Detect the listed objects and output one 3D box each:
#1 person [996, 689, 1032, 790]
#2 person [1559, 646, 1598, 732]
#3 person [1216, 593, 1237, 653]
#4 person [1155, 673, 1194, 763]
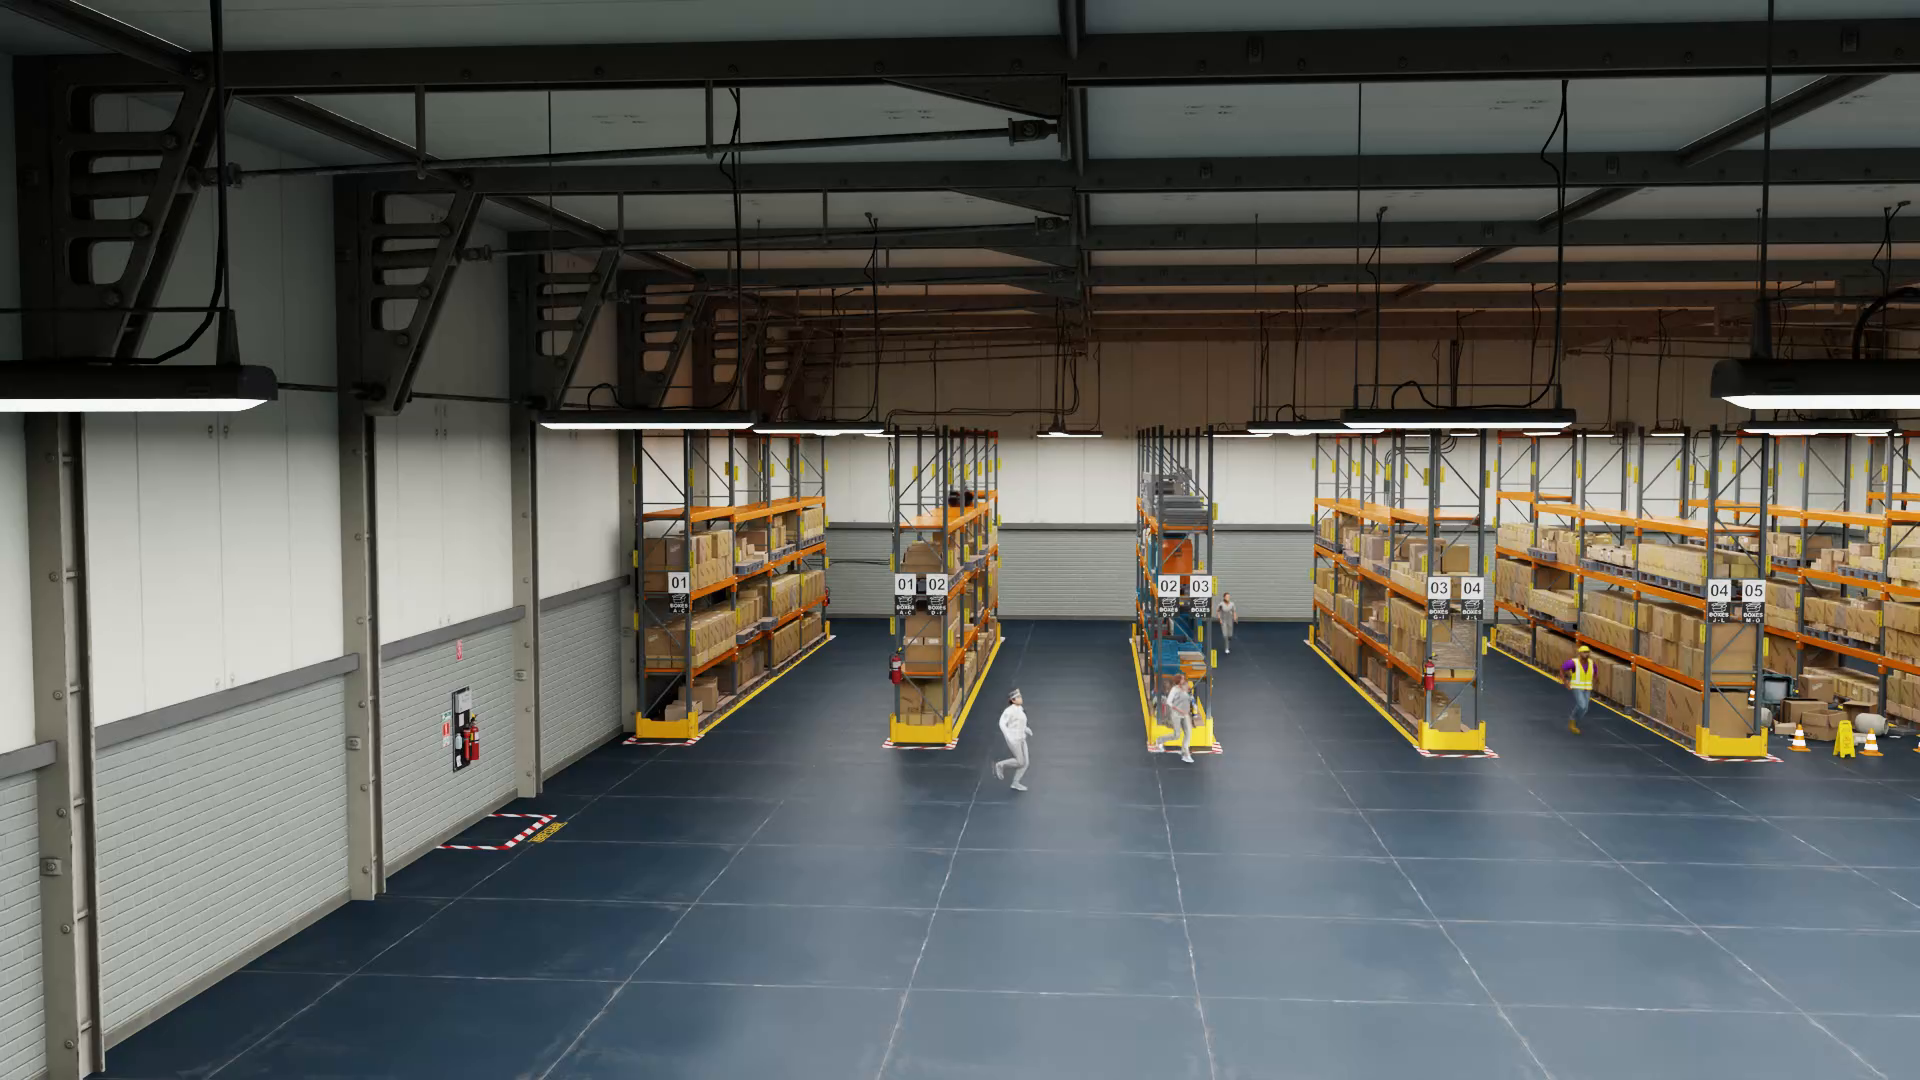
[{"bbox_3d":[0.886,3.272,27.283,0.550,1.651,0.658,2,4,33],"label":"person"},{"bbox_3d":[12.102,2.904,32.356,0.695,1.717,0.645,-1,4,-12],"label":"person"},{"bbox_3d":[7.182,2.223,44.936,0.547,1.624,0.639,0,3,-3],"label":"person"},{"bbox_3d":[3.896,3.157,29.702,0.818,1.577,0.565,3,5,42],"label":"person"}]
